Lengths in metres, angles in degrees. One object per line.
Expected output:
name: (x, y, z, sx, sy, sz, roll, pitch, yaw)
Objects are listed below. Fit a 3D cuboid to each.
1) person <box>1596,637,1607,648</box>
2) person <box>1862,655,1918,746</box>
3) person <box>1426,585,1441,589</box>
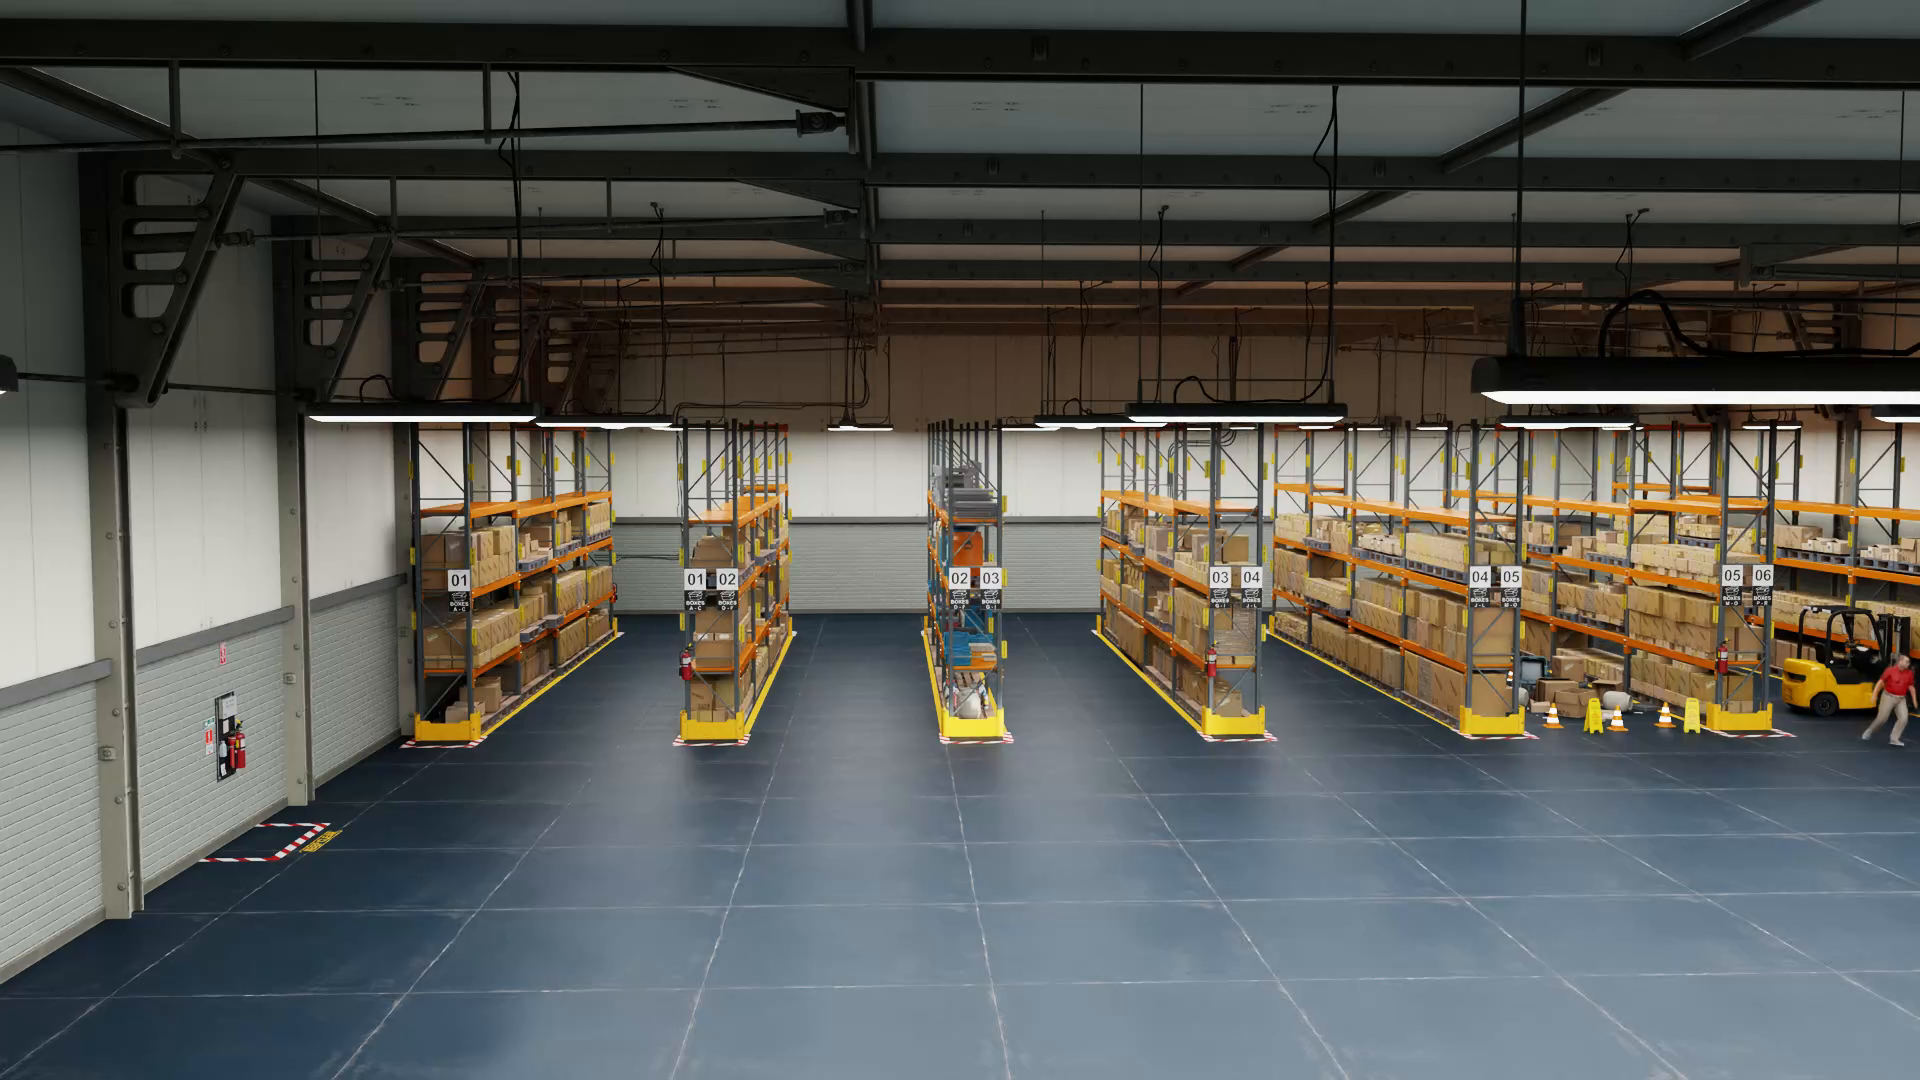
person: (17.049, 2.036, 44.584, 0.703, 1.679, 0.710, -2, 4, -31)
person: (17.136, 2.923, 30.652, 0.747, 1.667, 0.727, 0, 4, -5)
person: (14.118, 1.730, 49.118, 0.849, 1.710, 0.548, -1, 4, -9)
